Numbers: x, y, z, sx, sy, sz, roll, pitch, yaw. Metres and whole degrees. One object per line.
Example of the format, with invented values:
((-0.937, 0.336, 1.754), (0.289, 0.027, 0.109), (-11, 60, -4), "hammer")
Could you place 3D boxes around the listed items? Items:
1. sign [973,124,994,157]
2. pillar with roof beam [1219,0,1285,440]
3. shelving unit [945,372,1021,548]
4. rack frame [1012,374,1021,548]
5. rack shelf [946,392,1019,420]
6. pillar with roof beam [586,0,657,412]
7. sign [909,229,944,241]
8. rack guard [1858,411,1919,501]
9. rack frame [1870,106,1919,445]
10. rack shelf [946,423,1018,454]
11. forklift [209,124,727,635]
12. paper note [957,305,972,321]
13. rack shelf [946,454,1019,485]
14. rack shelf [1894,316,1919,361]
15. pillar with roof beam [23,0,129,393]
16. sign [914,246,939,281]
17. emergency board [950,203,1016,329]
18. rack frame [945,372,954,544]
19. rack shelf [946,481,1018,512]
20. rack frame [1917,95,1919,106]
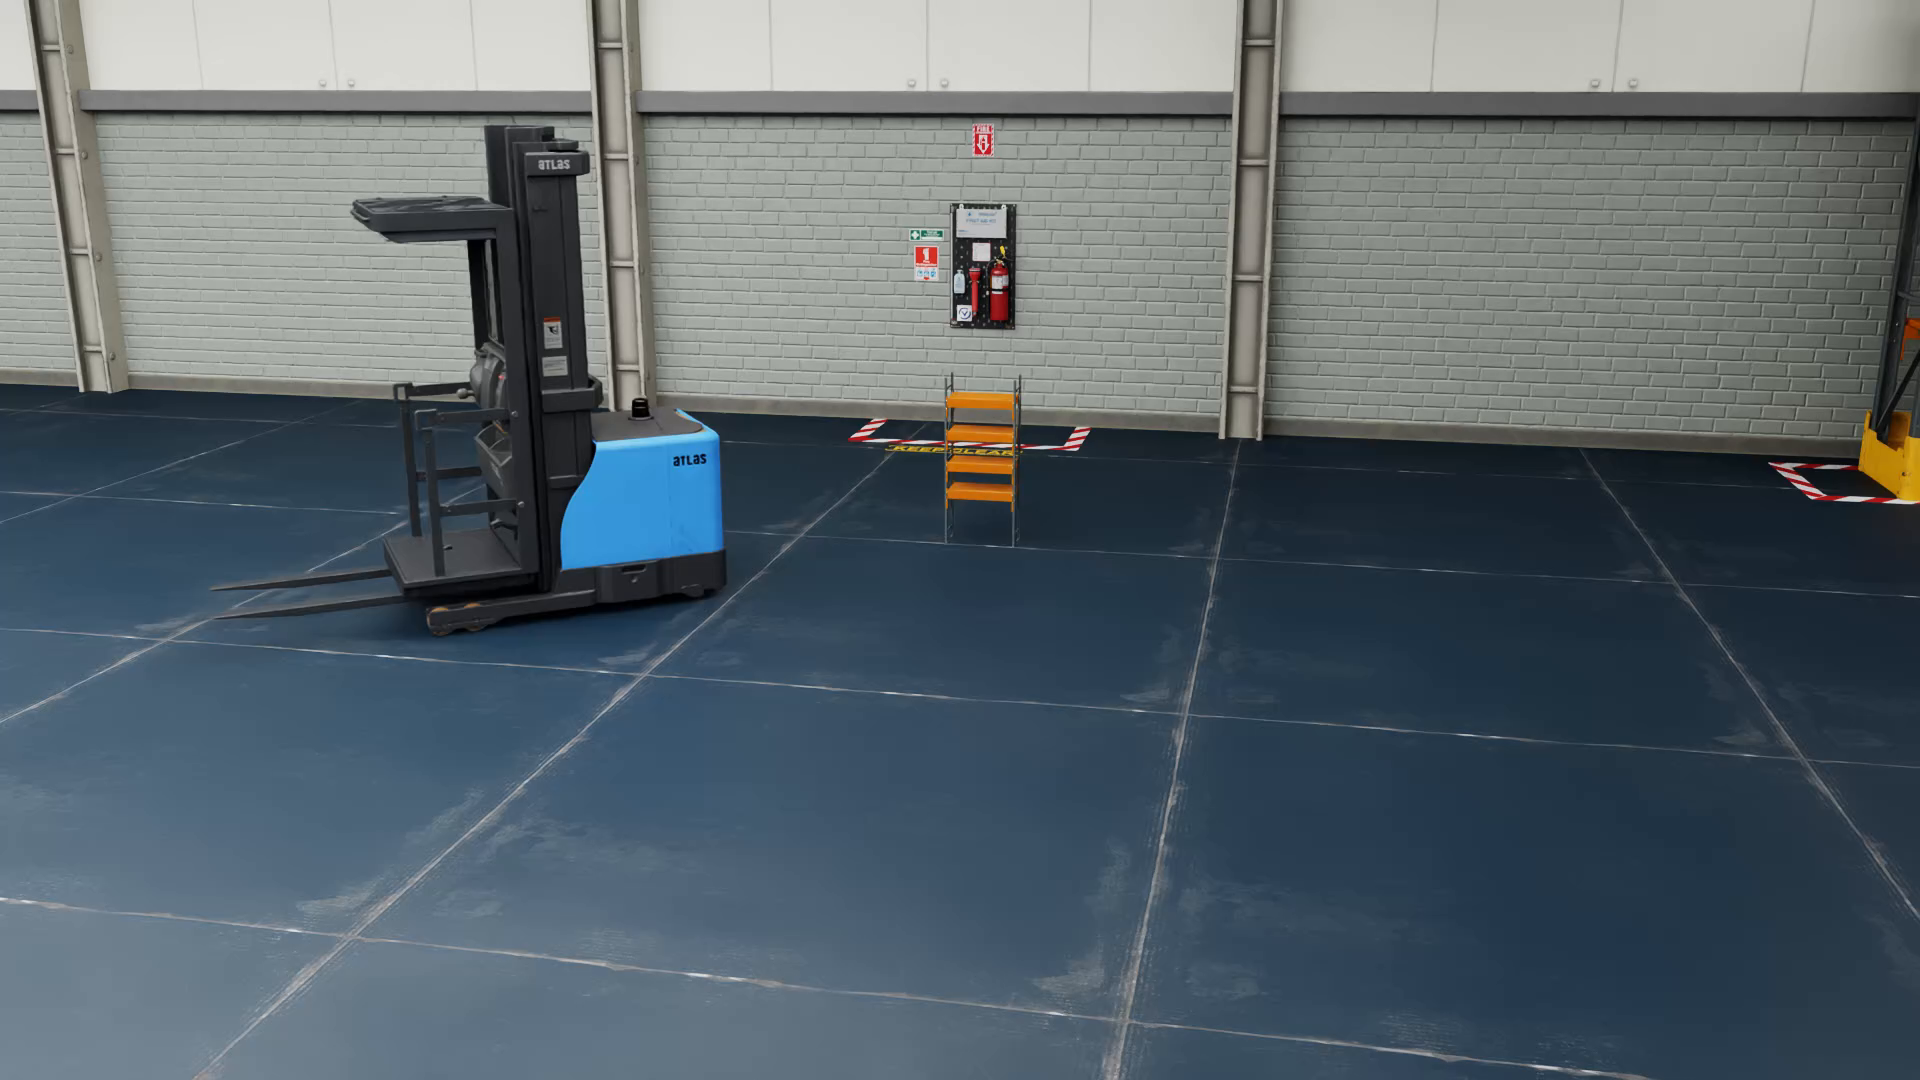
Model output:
((0.215, -3.698, 15.379), (0.199, 0.298, 0.001), (3, 16, 11), "sign")
((1.759, -4.177, 10.216), (0.400, 9.000, 9.100), (3, 16, 11), "pillar with roof beam")
((0.162, -0.569, 11.800), (0.503, 1.200, 0.258), (3, 16, 11), "shelving unit")
((0.401, -0.556, 11.753), (0.015, 1.200, 0.240), (3, 16, 11), "rack frame")
((0.162, -0.948, 11.695), (0.480, 0.148, 0.258), (3, 16, 11), "rack shelf")
((-4.121, -4.497, 11.368), (0.400, 9.000, 9.100), (3, 16, 11), "pillar with roof beam")
((-0.316, -2.880, 15.712), (0.331, 0.109, 0.001), (3, 16, 11), "sign")
((7.713, -0.696, 13.567), (0.348, 0.500, 1.175), (3, 16, 11), "rack guard")
((7.638, -1.904, 13.247), (0.127, 3.000, 1.000), (3, 16, 11), "rack frame")
((0.162, -0.720, 11.758), (0.480, 0.148, 0.258), (3, 16, 11), "rack shelf")
((-3.058, -1.003, 10.121), (3.031, 2.935, 1.130), (-7, 17, -24), "forklift")
((0.043, -2.157, 15.810), (0.142, 0.148, 0.016), (3, 16, 11), "paper note")
((0.162, -0.505, 11.818), (0.480, 0.148, 0.258), (3, 16, 11), "rack shelf")
((9.598, -1.451, 12.959), (4.000, 0.370, 1.077), (3, 16, 11), "rack shelf")
((-10.000, -4.816, 12.520), (0.400, 9.000, 9.100), (3, 16, 11), "pillar with roof beam")
((-0.319, -2.628, 15.792), (0.234, 0.329, 0.001), (3, 16, 11), "sign")
((0.203, -2.554, 15.593), (0.643, 1.169, 0.194), (3, 16, 11), "emergency board")
((-0.077, -0.582, 11.847), (0.015, 1.200, 0.240), (3, 16, 11), "rack frame")
((0.162, -0.313, 11.871), (0.480, 0.148, 0.258), (3, 16, 11), "rack shelf")
((7.638, -4.795, 12.447), (0.127, 3.000, 1.000), (3, 16, 11), "rack frame")
